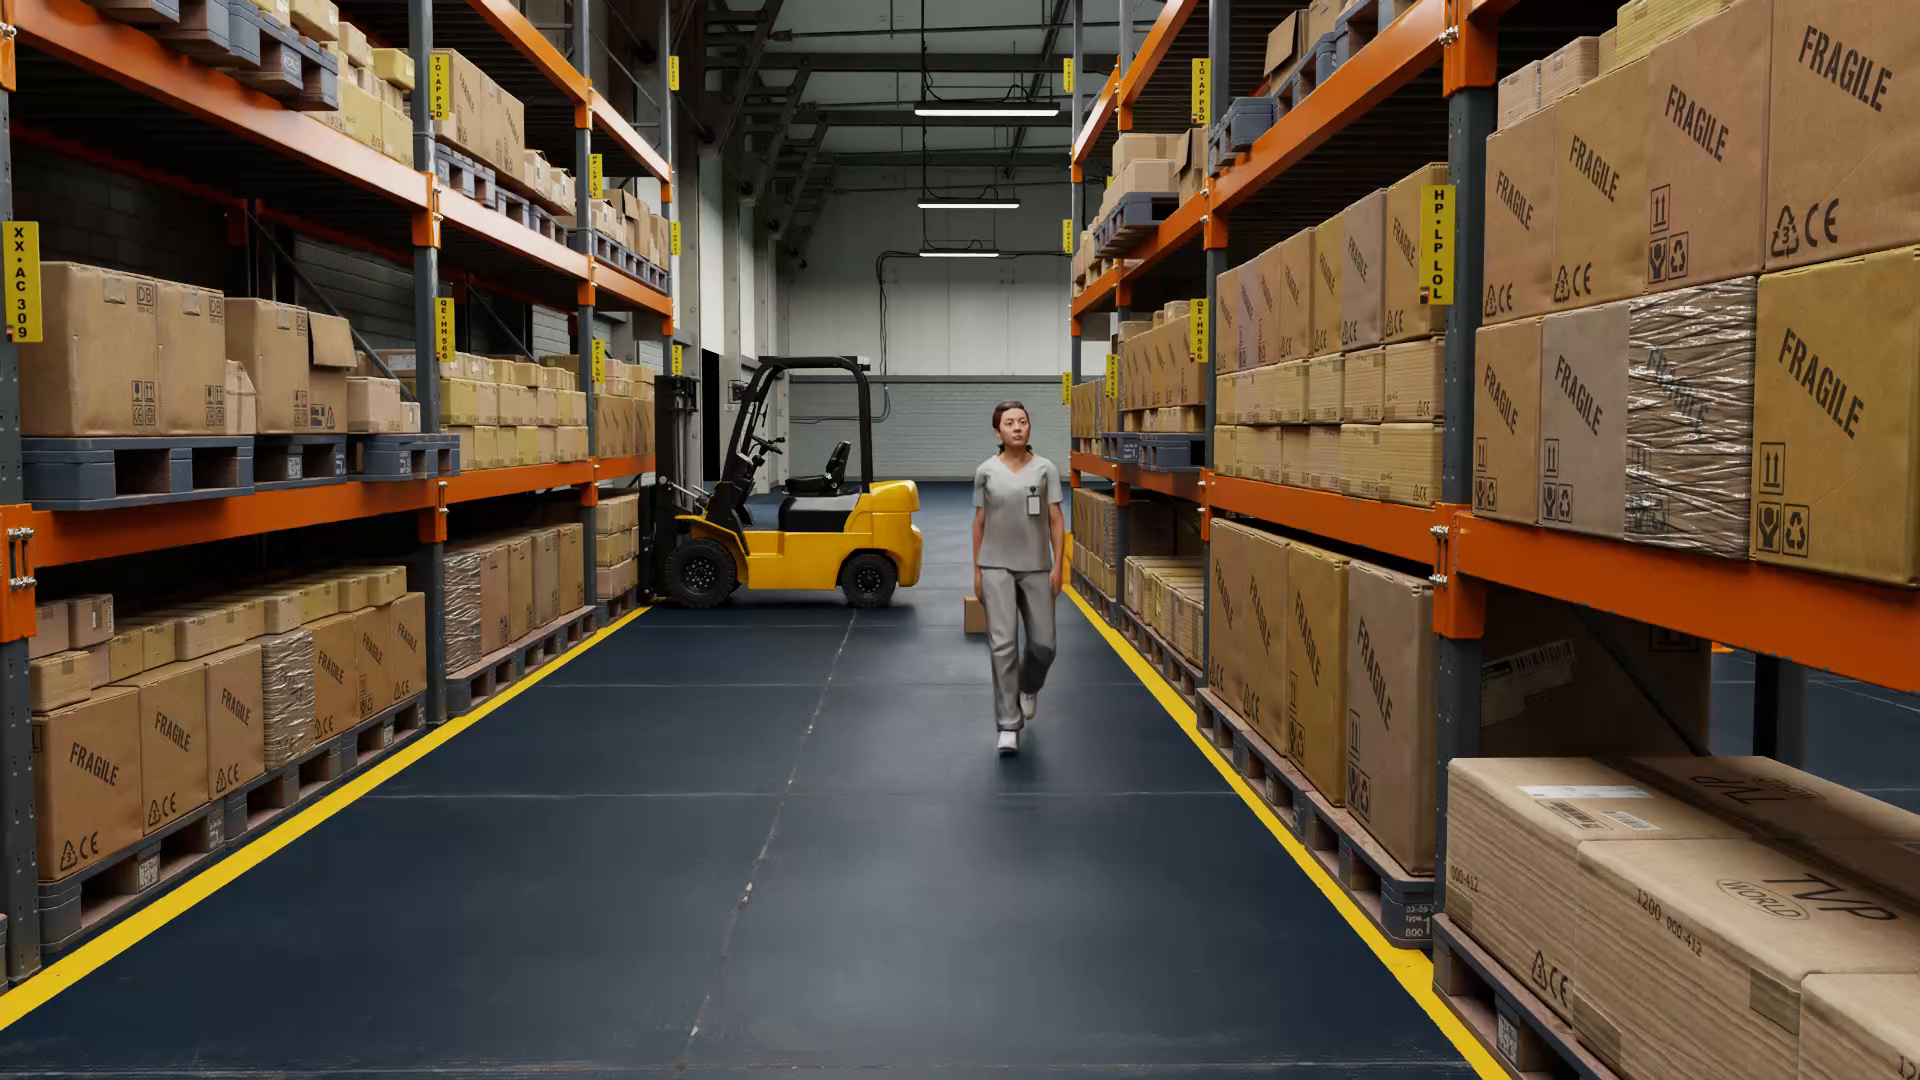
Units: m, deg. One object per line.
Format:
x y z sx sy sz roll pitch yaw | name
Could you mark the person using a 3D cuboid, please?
0.281 0.151 8.062 0.450 1.644 0.741 0 4 0 | person
